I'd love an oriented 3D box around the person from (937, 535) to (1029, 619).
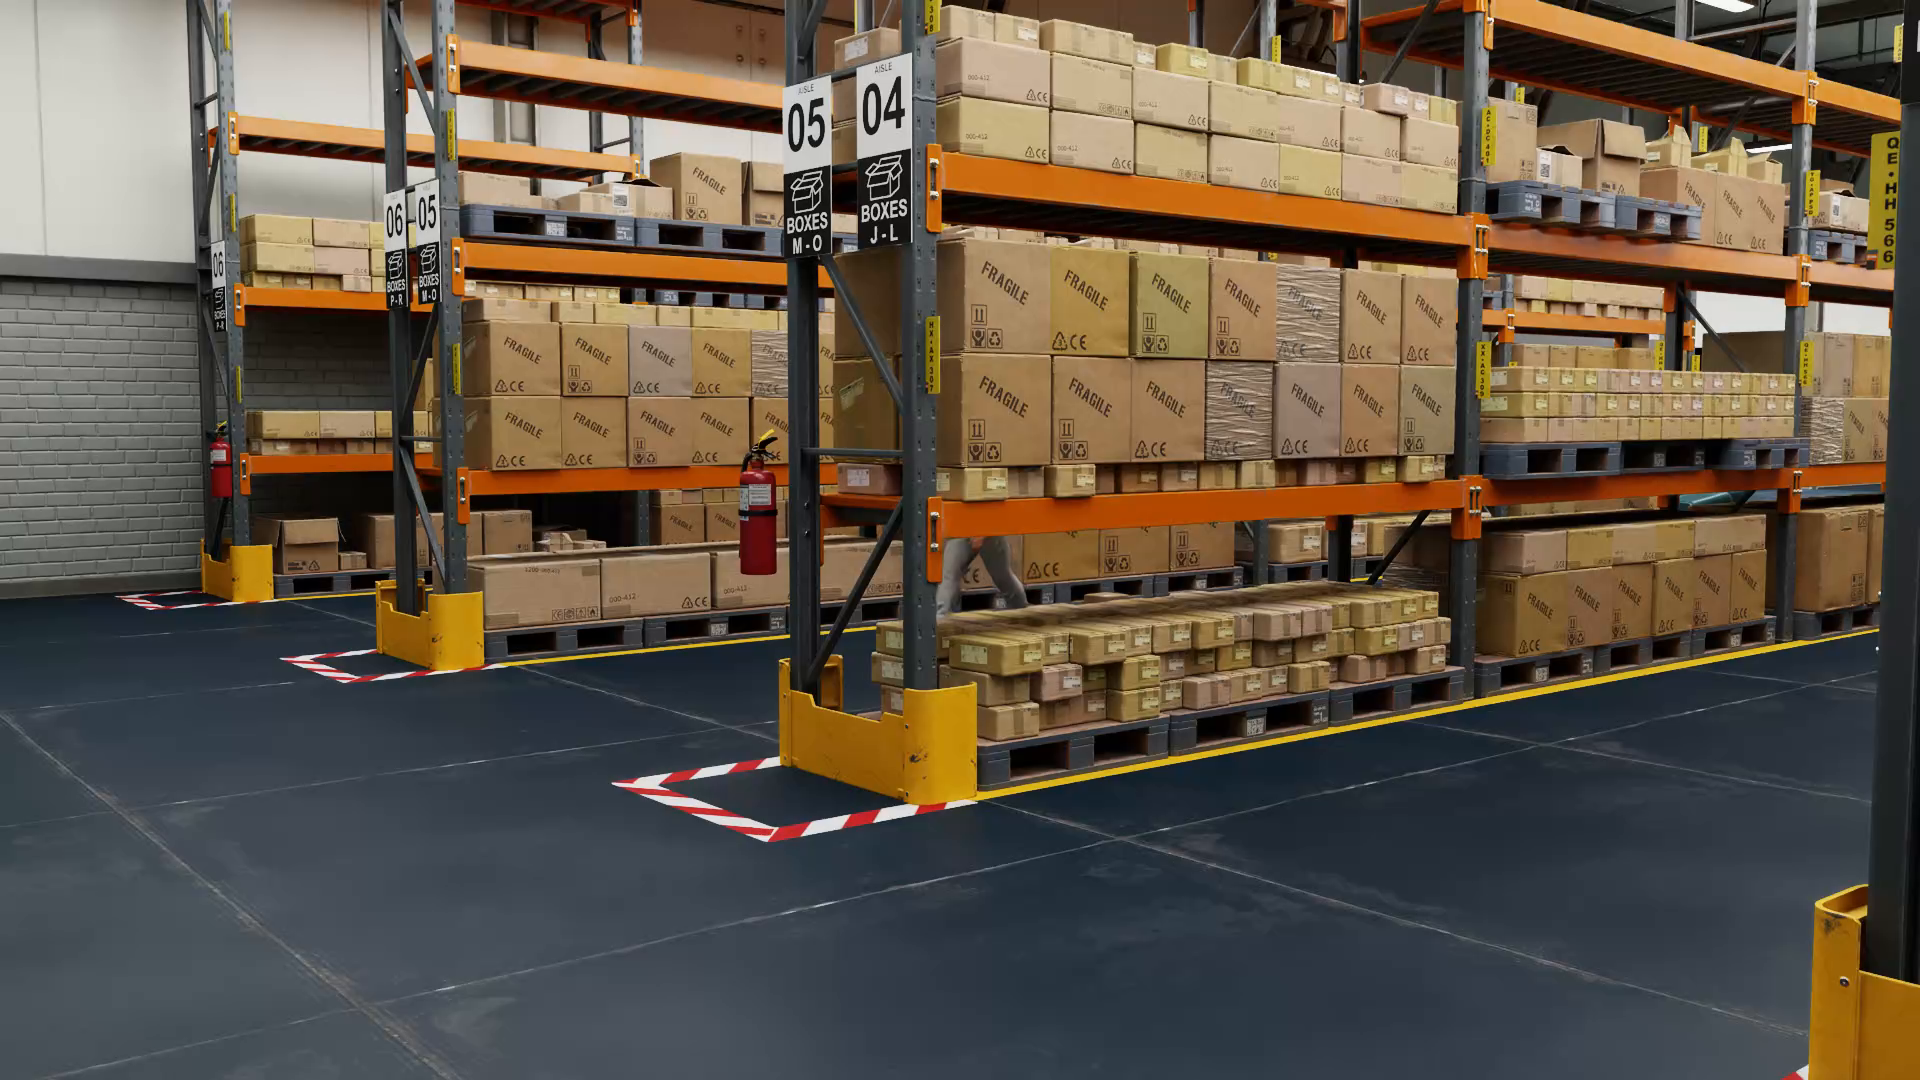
[{"bbox_3d":[0.114,-0.075,12.263,1.039,1.595,0.499,-3,6,-37],"label":"person"}]
